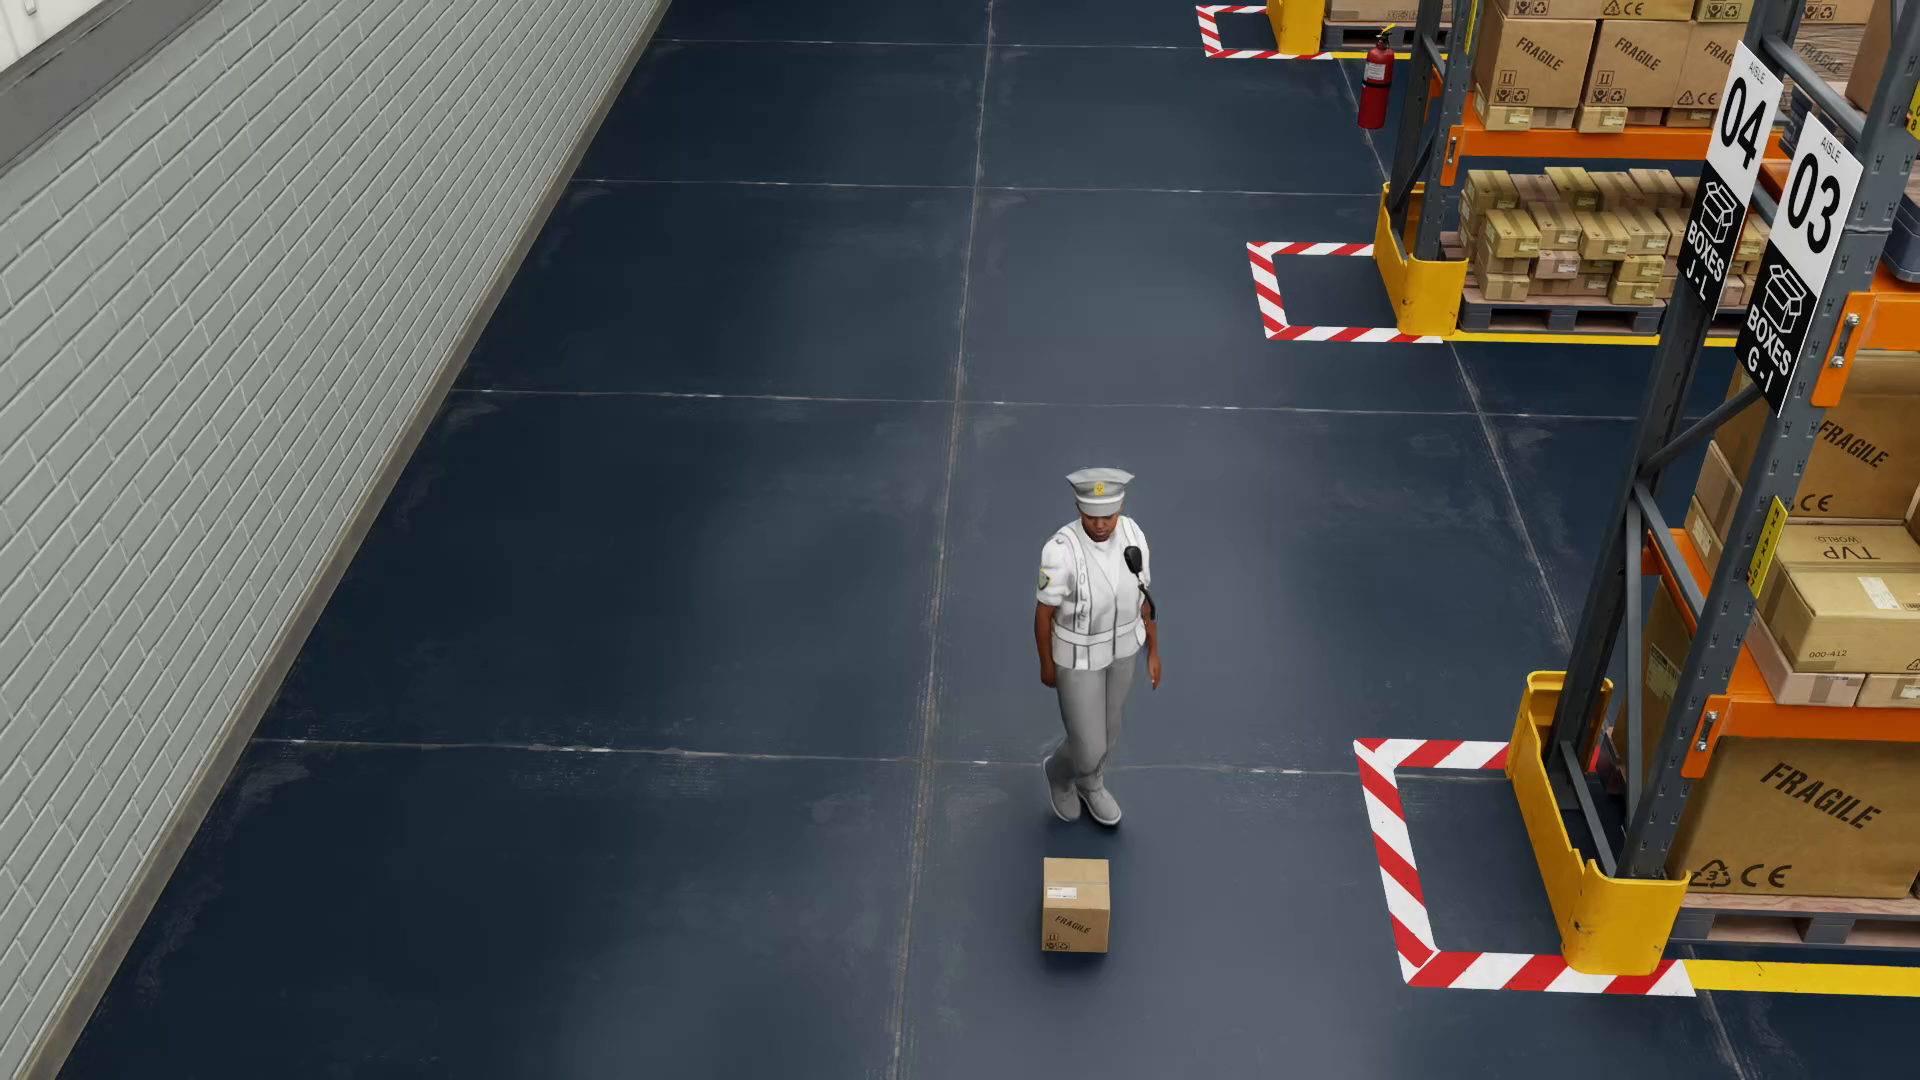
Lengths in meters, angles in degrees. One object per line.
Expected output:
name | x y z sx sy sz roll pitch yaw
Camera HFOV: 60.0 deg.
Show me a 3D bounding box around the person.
person | 0.546 0.462 6.442 0.466 1.703 0.435 -19 40 -25
